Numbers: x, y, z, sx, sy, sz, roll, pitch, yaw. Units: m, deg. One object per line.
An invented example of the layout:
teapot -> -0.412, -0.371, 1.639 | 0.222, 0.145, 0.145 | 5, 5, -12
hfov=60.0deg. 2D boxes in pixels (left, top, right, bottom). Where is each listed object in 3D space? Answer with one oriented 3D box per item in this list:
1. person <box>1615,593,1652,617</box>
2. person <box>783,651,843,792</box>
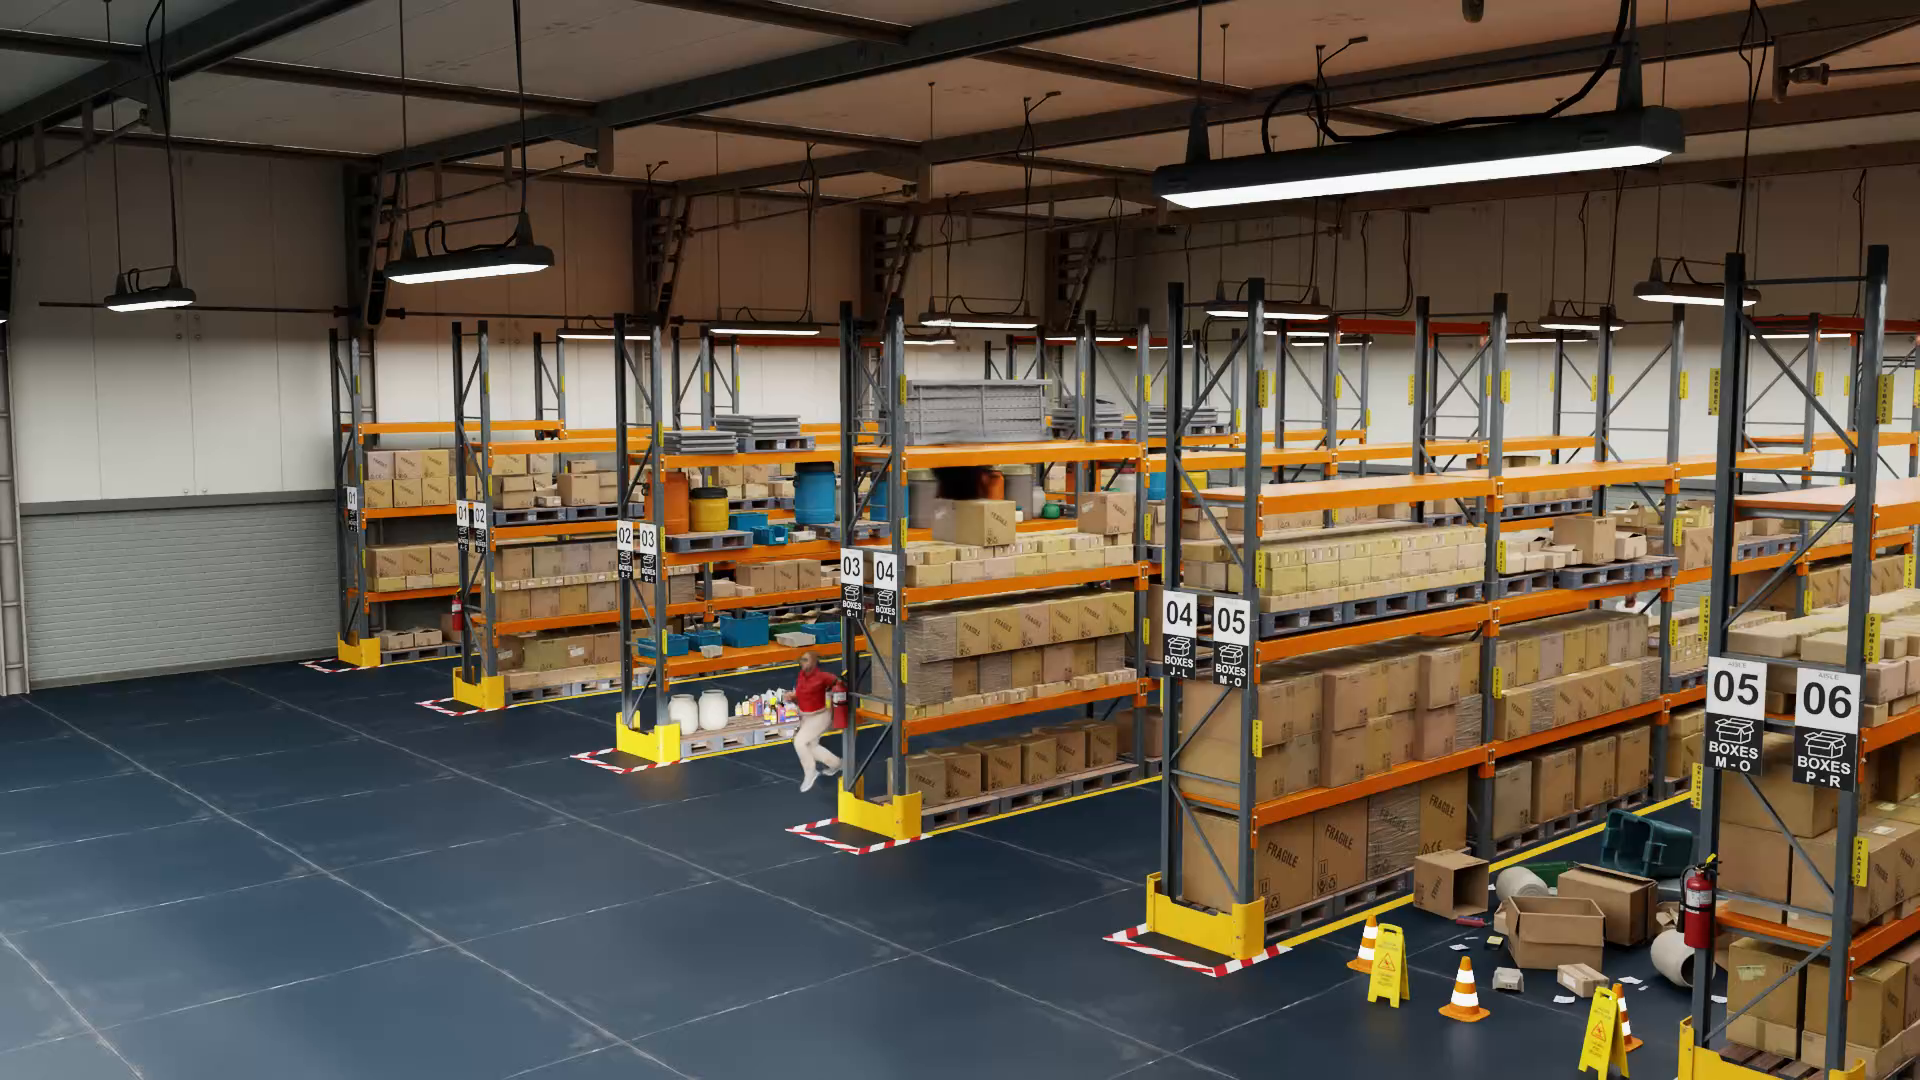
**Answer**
person -> 11.002, 1.624, 27.242 | 0.694, 1.787, 0.831 | 5, 8, 42
person -> -1.753, 2.175, 20.276 | 0.837, 1.668, 0.684 | -4, 7, -38
